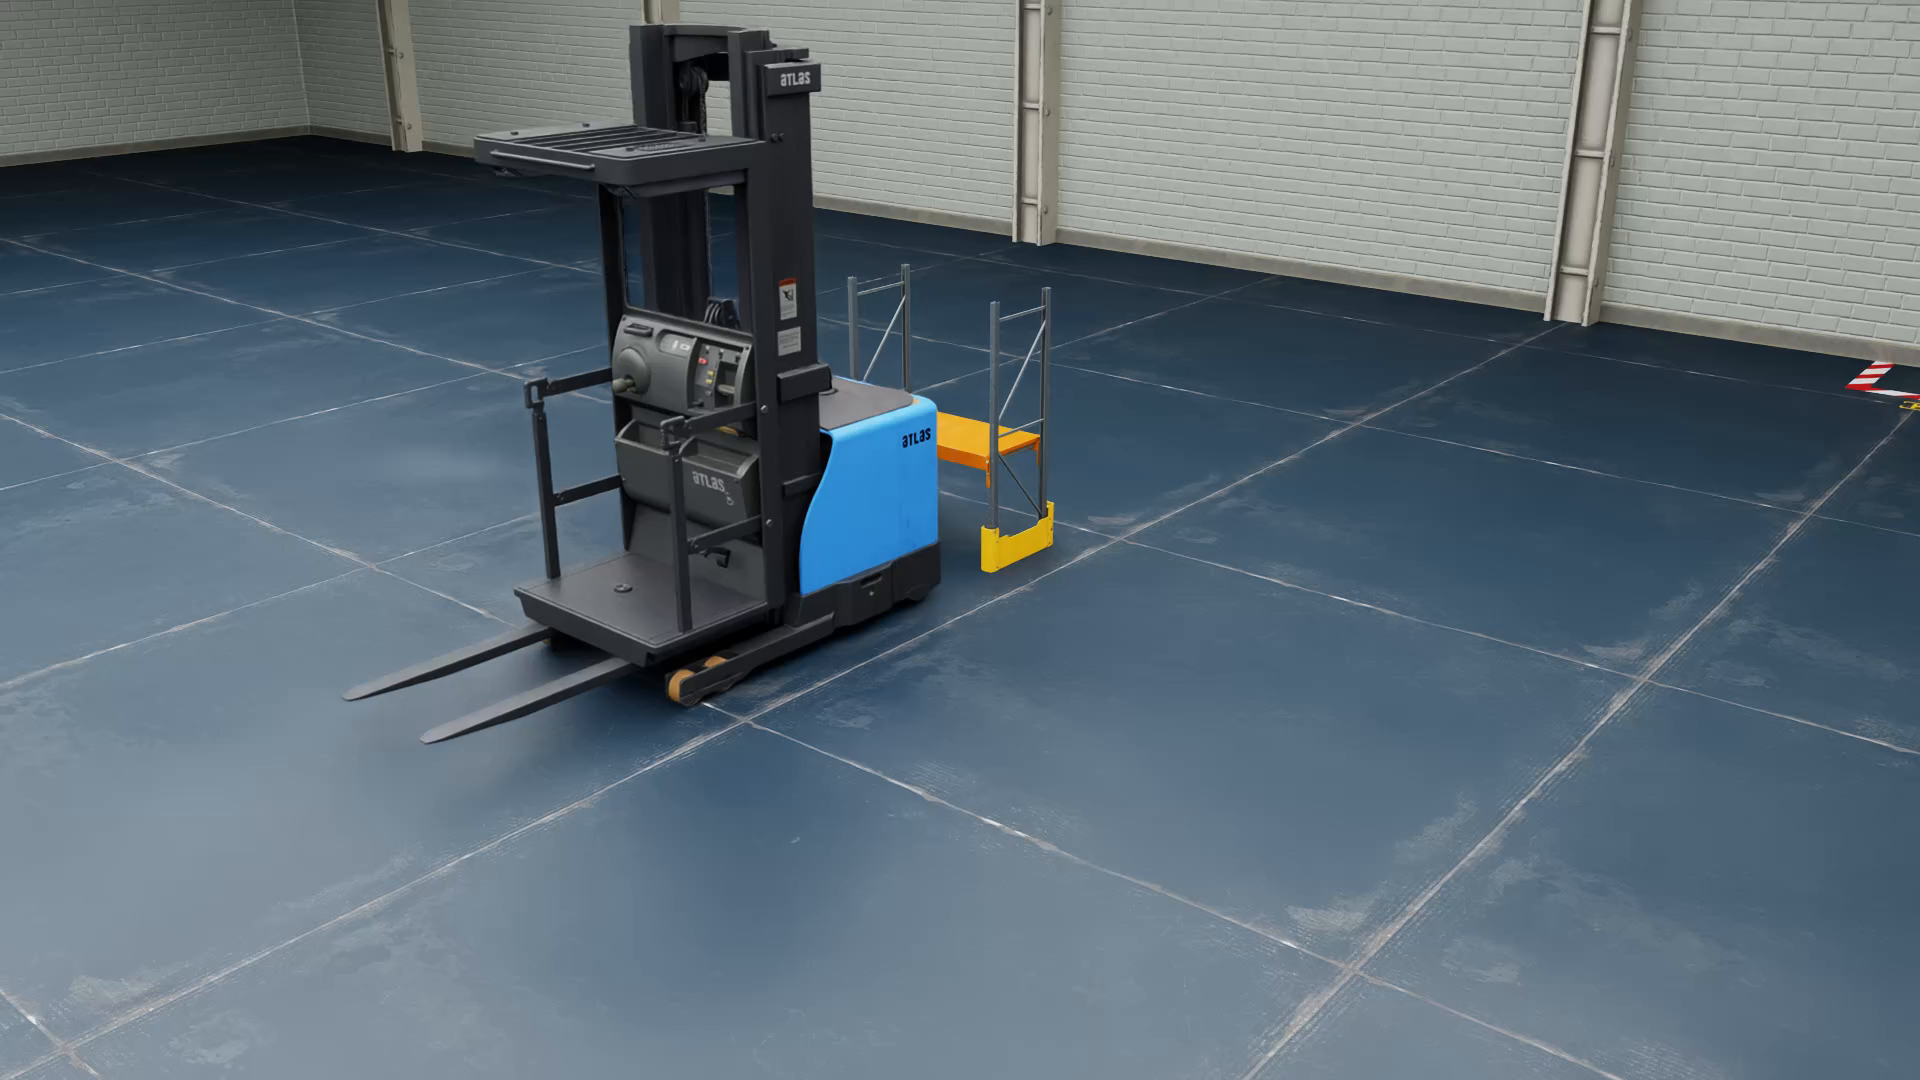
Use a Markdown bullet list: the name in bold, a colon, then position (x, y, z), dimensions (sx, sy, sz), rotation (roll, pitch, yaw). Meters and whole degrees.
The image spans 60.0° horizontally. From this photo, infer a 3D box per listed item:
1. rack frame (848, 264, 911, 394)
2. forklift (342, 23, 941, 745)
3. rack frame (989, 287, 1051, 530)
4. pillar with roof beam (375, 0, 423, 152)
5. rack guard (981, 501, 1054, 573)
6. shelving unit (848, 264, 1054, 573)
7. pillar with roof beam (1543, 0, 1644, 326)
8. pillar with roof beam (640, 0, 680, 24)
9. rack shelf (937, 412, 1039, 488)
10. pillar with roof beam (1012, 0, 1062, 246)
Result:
- **rack frame**: position (-0.460, -0.834, 9.755), dimensions (0.032, 1.500, 0.500), rotation (16, 26, 36)
- **forklift**: position (-1.448, -0.808, 7.656), dimensions (1.130, 2.935, 3.031), rotation (17, 27, 38)
- **rack frame**: position (0.328, -0.607, 9.153), dimensions (0.032, 1.500, 0.500), rotation (16, 26, 36)
- **pillar with roof beam**: position (-11.192, -9.018, 20.829), dimensions (0.400, 9.000, 9.100), rotation (16, 26, 36)
- **rack guard**: position (0.327, -0.023, 9.375), dimensions (0.087, 0.250, 0.587), rotation (16, 26, 36)
- **shelving unit**: position (-0.059, -0.719, 9.449), dimensions (1.083, 1.500, 0.587), rotation (16, 26, 36)
- **pillar with roof beam**: position (2.753, -5.002, 10.179), dimensions (0.400, 9.000, 9.100), rotation (16, 26, 36)
- **pillar with roof beam**: position (-6.544, -7.679, 17.279), dimensions (0.400, 9.000, 9.100), rotation (16, 26, 36)
- **rack shelf**: position (-0.066, -0.552, 9.517), dimensions (1.000, 0.185, 0.538), rotation (16, 26, 36)
- **pillar with roof beam**: position (-1.895, -6.341, 13.729), dimensions (0.400, 9.000, 9.100), rotation (16, 26, 36)
